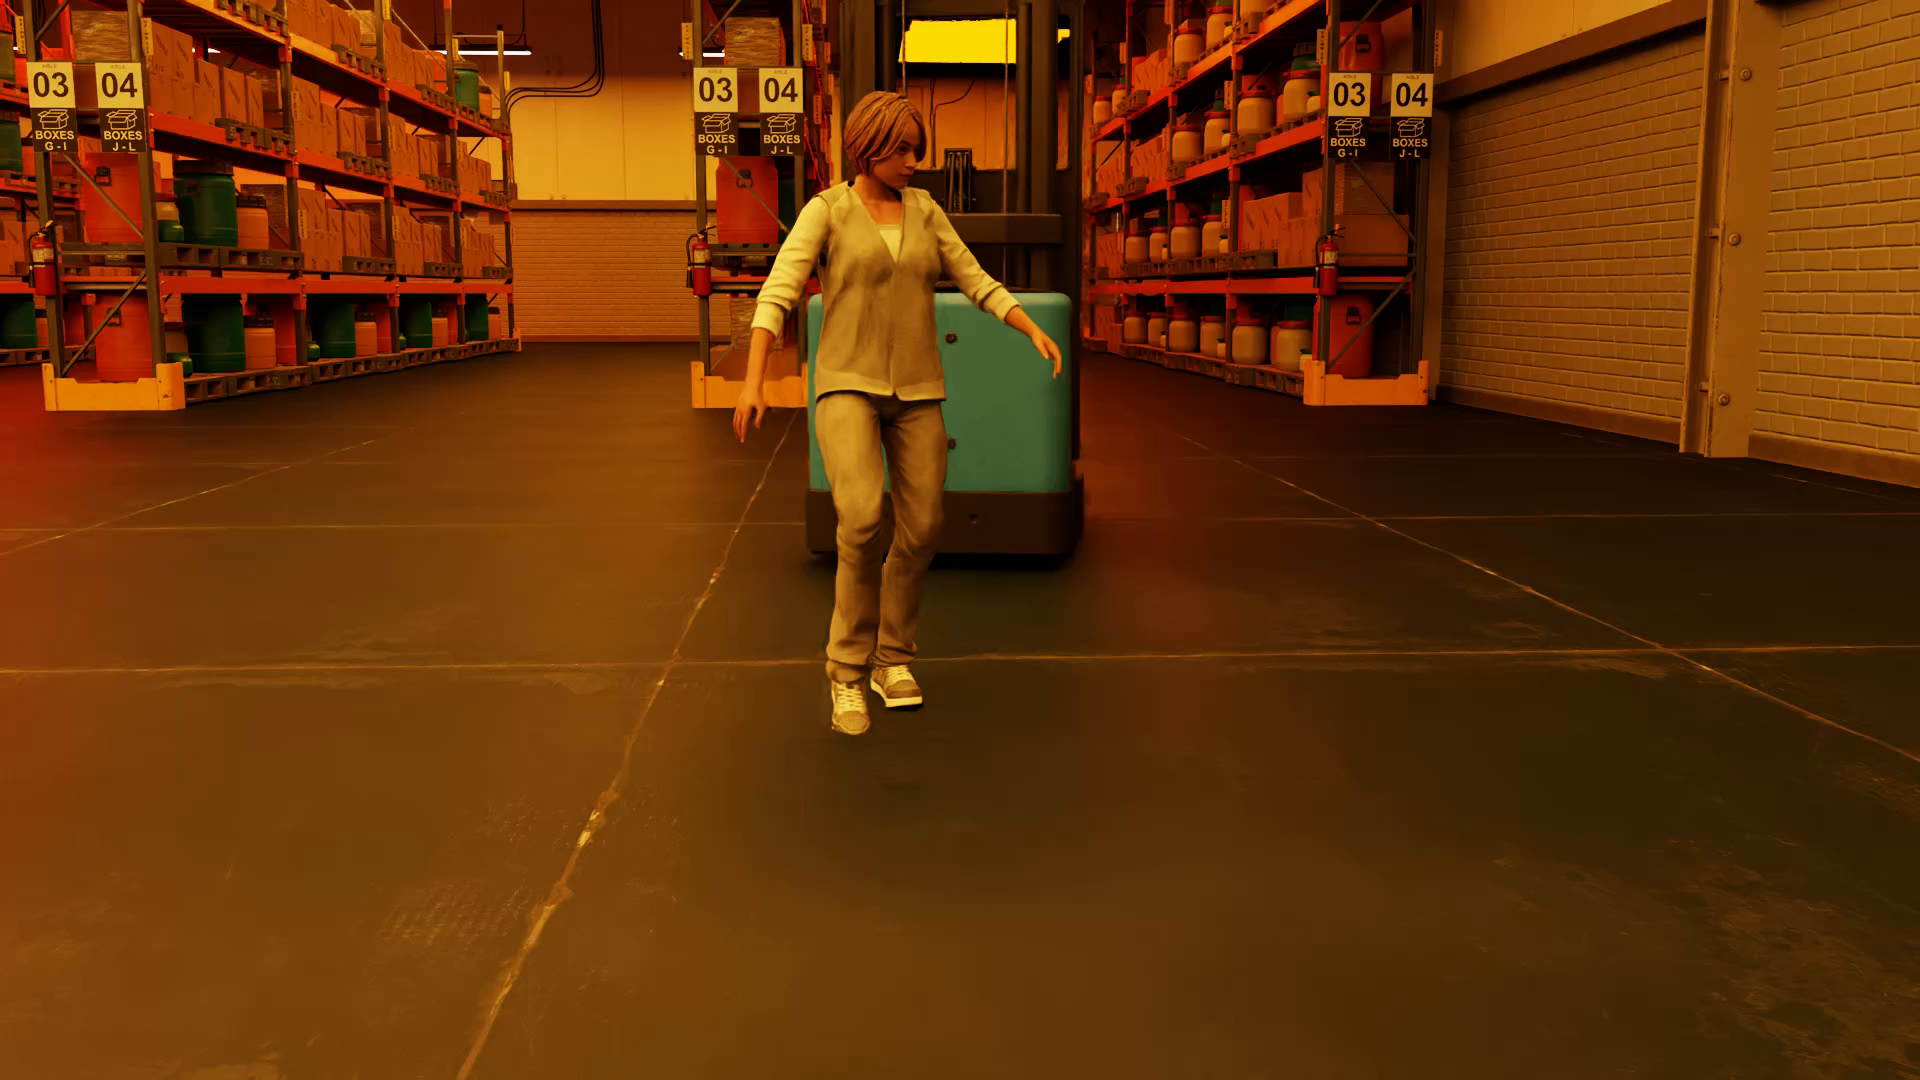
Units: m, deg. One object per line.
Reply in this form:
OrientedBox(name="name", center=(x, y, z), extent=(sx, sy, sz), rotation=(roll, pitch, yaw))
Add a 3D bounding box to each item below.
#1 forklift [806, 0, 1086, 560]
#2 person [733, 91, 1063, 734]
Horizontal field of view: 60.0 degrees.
OrientedBox(name="forklift", center=(0.028, -1.549, 7.764), extent=(1.130, 2.935, 3.031), rotation=(1, 8, 5))
OrientedBox(name="person", center=(-0.186, -0.319, 4.242), extent=(0.810, 1.615, 0.457), rotation=(-3, 9, -21))
